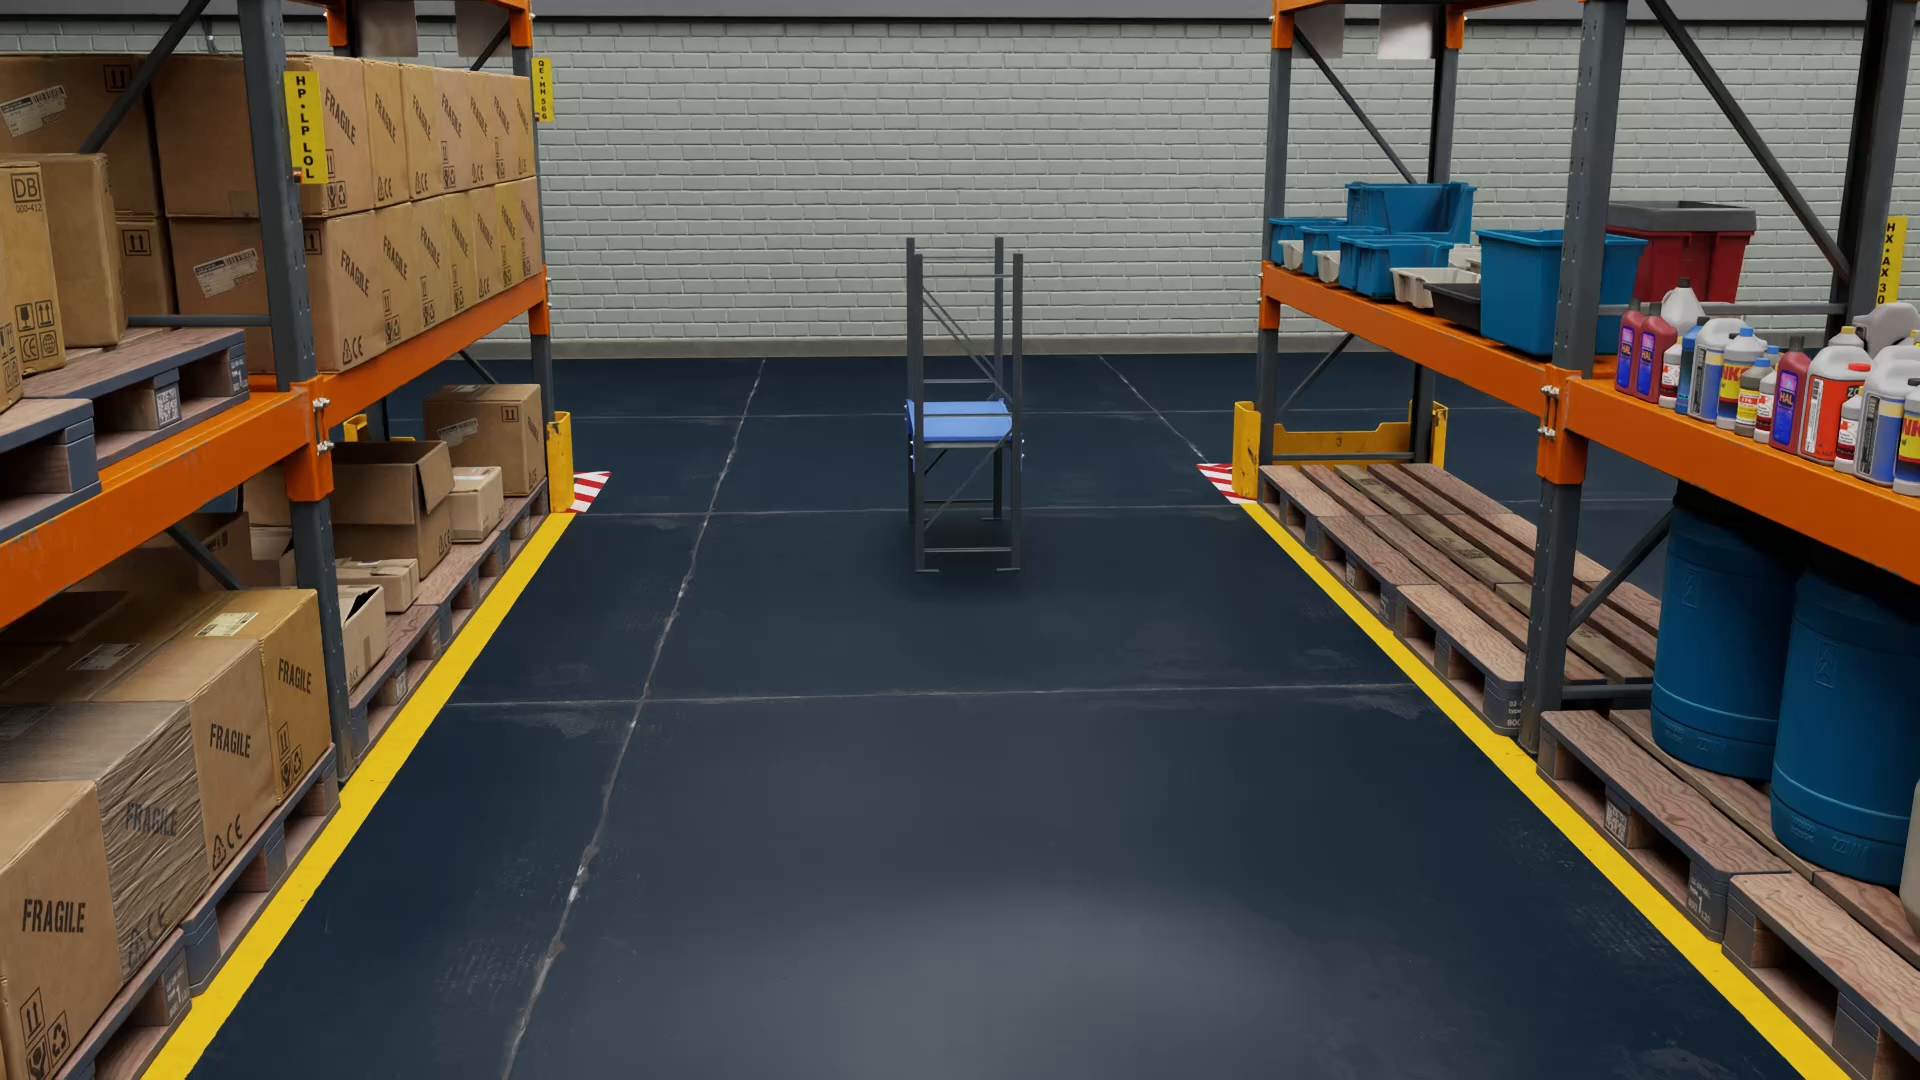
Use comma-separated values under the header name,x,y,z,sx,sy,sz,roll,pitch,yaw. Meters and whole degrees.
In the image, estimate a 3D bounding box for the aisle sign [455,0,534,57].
name,x,y,z,sx,sy,sz,roll,pitch,yaw
aisle sign,-2.453,-2.936,8.701,0.394,0.787,0.004,-1,14,-3

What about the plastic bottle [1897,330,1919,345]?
name,x,y,z,sx,sy,sz,roll,pitch,yaw
plastic bottle,2.819,-0.519,4.921,0.097,0.201,0.097,0,14,0

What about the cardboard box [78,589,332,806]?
name,x,y,z,sx,sy,sz,roll,pitch,yaw
cardboard box,-2.190,0.455,4.871,0.500,0.500,0.500,-1,14,-4

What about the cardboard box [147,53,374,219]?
name,x,y,z,sx,sy,sz,roll,pitch,yaw
cardboard box,-2.255,-1.315,5.410,0.500,0.500,0.500,-1,14,-2

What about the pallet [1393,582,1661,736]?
name,x,y,z,sx,sy,sz,roll,pitch,yaw
pallet,2.353,0.432,6.424,1.003,0.211,1.213,-1,14,-3

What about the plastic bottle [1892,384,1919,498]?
name,x,y,z,sx,sy,sz,roll,pitch,yaw
plastic bottle,2.137,-0.236,3.681,0.097,0.271,0.097,0,14,0

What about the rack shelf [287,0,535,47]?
name,x,y,z,sx,sy,sz,roll,pitch,yaw
rack shelf,-2.631,-2.262,6.723,1.077,0.370,4.000,-1,14,-3

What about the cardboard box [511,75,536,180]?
name,x,y,z,sx,sy,sz,roll,pitch,yaw
cardboard box,-2.453,-2.082,8.390,0.500,0.500,0.500,-1,14,-4

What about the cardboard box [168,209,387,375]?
name,x,y,z,sx,sy,sz,roll,pitch,yaw
cardboard box,-2.267,-0.840,5.571,0.500,0.500,0.500,-1,14,-2

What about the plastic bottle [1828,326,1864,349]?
name,x,y,z,sx,sy,sz,roll,pitch,yaw
plastic bottle,2.661,-0.540,5.006,0.097,0.201,0.097,0,14,0

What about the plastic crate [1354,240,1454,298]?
name,x,y,z,sx,sy,sz,roll,pitch,yaw
plastic crate,1.976,-1.210,7.426,0.416,0.233,0.300,-1,14,-3

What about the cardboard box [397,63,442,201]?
name,x,y,z,sx,sy,sz,roll,pitch,yaw
cardboard box,-2.319,-1.571,6.405,0.500,0.500,0.500,-1,14,-5

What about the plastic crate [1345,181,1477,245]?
name,x,y,z,sx,sy,sz,roll,pitch,yaw
plastic crate,2.396,-1.697,8.910,0.616,0.435,0.499,-1,14,-3

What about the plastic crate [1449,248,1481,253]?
name,x,y,z,sx,sy,sz,roll,pitch,yaw
plastic crate,2.424,-1.360,8.201,0.396,0.136,0.243,-1,14,-3

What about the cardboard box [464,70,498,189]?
name,x,y,z,sx,sy,sz,roll,pitch,yaw
cardboard box,-2.384,-1.827,7.401,0.500,0.500,0.500,0,14,-2

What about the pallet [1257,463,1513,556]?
name,x,y,z,sx,sy,sz,roll,pitch,yaw
pallet,2.202,-0.175,8.782,1.003,0.211,1.213,-1,14,-3

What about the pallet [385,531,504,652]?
name,x,y,z,sx,sy,sz,roll,pitch,yaw
pallet,-2.627,0.215,7.268,1.003,0.211,1.213,-1,14,-3

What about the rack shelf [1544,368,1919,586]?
name,x,y,z,sx,sy,sz,roll,pitch,yaw
rack shelf,2.561,0.110,3.524,1.077,0.370,4.000,-1,14,-3

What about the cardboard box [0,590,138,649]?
name,x,y,z,sx,sy,sz,roll,pitch,yaw
cardboard box,-2.720,0.461,4.849,0.500,0.500,0.500,-2,15,-6

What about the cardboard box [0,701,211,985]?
name,x,y,z,sx,sy,sz,roll,pitch,yaw
cardboard box,-2.137,0.703,3.908,0.500,0.500,0.500,-1,14,-3

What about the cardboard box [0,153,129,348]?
name,x,y,z,sx,sy,sz,roll,pitch,yaw
cardboard box,-2.701,-0.791,4.538,0.700,0.500,0.500,-6,16,-22

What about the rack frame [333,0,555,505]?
name,x,y,z,sx,sy,sz,roll,pitch,yaw
rack frame,-2.755,-1.655,8.941,1.000,3.000,0.127,-1,14,-3

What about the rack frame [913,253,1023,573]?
name,x,y,z,sx,sy,sz,roll,pitch,yaw
rack frame,0.037,-0.579,7.766,0.500,1.500,0.032,-1,14,-3

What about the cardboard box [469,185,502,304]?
name,x,y,z,sx,sy,sz,roll,pitch,yaw
cardboard box,-2.394,-1.344,7.528,0.500,0.500,0.500,-1,14,-3

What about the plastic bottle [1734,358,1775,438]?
name,x,y,z,sx,sy,sz,roll,pitch,yaw
plastic bottle,2.094,-0.374,4.361,0.097,0.201,0.097,0,14,0

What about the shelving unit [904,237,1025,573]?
name,x,y,z,sx,sy,sz,roll,pitch,yaw
shelving unit,0.005,-0.705,8.257,0.538,1.500,1.048,-1,14,-3

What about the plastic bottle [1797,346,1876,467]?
name,x,y,z,sx,sy,sz,roll,pitch,yaw
plastic bottle,2.143,-0.325,4.018,0.152,0.276,0.135,-1,14,-3

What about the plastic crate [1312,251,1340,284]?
name,x,y,z,sx,sy,sz,roll,pitch,yaw
plastic crate,1.855,-1.316,8.030,0.250,0.136,0.298,-1,14,-3

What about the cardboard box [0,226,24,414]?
name,x,y,z,sx,sy,sz,roll,pitch,yaw
cardboard box,-2.336,-0.474,3.305,0.700,0.500,0.500,-5,15,-18

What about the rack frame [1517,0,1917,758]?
name,x,y,z,sx,sy,sz,roll,pitch,yaw
rack frame,2.437,-0.736,5.368,1.000,3.000,0.127,-1,14,-3

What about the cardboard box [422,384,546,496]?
name,x,y,z,sx,sy,sz,roll,pitch,yaw
cardboard box,-2.475,-0.527,8.686,0.500,0.500,0.500,-1,14,-3

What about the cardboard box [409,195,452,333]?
name,x,y,z,sx,sy,sz,roll,pitch,yaw
cardboard box,-2.330,-1.092,6.549,0.500,0.500,0.500,-1,14,-4

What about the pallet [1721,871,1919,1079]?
name,x,y,z,sx,sy,sz,roll,pitch,yaw
pallet,2.522,1.111,3.785,1.003,0.211,1.213,-1,14,-3

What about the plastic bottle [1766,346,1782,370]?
name,x,y,z,sx,sy,sz,roll,pitch,yaw
plastic bottle,2.232,-0.435,4.594,0.097,0.201,0.097,0,14,0

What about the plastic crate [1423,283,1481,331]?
name,x,y,z,sx,sy,sz,roll,pitch,yaw
plastic crate,2.100,-0.906,6.460,0.437,0.125,0.590,-1,14,-3

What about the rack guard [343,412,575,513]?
name,x,y,z,sx,sy,sz,roll,pitch,yaw
rack guard,-2.750,-0.426,9.179,1.175,0.500,0.348,-1,14,-3

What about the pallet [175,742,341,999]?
name,x,y,z,sx,sy,sz,roll,pitch,yaw
pallet,-2.419,0.892,4.638,1.003,0.211,1.213,-1,14,-3

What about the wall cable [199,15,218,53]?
name,x,y,z,sx,sy,sz,roll,pitch,yaw
wall cable,-7.692,-4.392,13.768,3.097,2.526,0.112,-1,14,-3

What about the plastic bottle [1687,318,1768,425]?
name,x,y,z,sx,sy,sz,roll,pitch,yaw
plastic bottle,2.108,-0.464,4.559,0.152,0.276,0.135,-1,14,-3

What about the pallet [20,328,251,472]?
name,x,y,z,sx,sy,sz,roll,pitch,yaw
pallet,-2.566,-0.367,4.319,1.003,0.211,1.213,-1,14,-3

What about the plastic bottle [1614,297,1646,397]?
name,x,y,z,sx,sy,sz,roll,pitch,yaw
plastic bottle,2.034,-0.582,5.002,0.061,0.283,0.133,-1,14,-3

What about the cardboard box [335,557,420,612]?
name,x,y,z,sx,sy,sz,roll,pitch,yaw
cardboard box,-2.381,0.176,6.627,0.380,0.166,0.250,-1,14,-3

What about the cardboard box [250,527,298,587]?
name,x,y,z,sx,sy,sz,roll,pitch,yaw
cardboard box,-2.872,0.105,6.613,0.500,0.311,0.500,-1,14,-3

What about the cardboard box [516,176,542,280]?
name,x,y,z,sx,sy,sz,roll,pitch,yaw
cardboard box,-2.455,-1.597,8.512,0.500,0.500,0.500,0,14,-2

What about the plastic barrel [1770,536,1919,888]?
name,x,y,z,sx,sy,sz,roll,pitch,yaw
plastic barrel,2.498,0.388,4.366,0.600,0.901,0.708,-1,14,-3

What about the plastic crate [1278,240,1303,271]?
name,x,y,z,sx,sy,sz,roll,pitch,yaw
plastic crate,1.813,-1.485,8.686,0.250,0.136,0.298,-1,14,-3

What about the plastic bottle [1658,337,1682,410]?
name,x,y,z,sx,sy,sz,roll,pitch,yaw
plastic bottle,2.068,-0.481,4.773,0.097,0.201,0.097,0,14,0

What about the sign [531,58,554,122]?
name,x,y,z,sx,sy,sz,roll,pitch,yaw
sign,-2.200,-2.373,8.771,0.100,0.325,0.005,-1,14,-3

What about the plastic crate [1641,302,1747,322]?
name,x,y,z,sx,sy,sz,roll,pitch,yaw
plastic crate,2.551,-0.755,5.852,0.396,0.136,0.243,-1,14,-3

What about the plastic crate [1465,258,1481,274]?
name,x,y,z,sx,sy,sz,roll,pitch,yaw
plastic crate,2.503,-1.218,7.648,0.298,0.136,0.250,-1,14,-3

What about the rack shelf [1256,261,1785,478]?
name,x,y,z,sx,sy,sz,roll,pitch,yaw
rack shelf,2.313,-0.885,7.391,1.077,0.370,4.000,-1,14,-3

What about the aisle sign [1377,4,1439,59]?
name,x,y,z,sx,sy,sz,roll,pitch,yaw
aisle sign,2.477,-3.012,8.997,0.394,0.787,0.004,-1,14,-3

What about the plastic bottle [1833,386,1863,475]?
name,x,y,z,sx,sy,sz,roll,pitch,yaw
plastic bottle,2.123,-0.259,3.914,0.097,0.201,0.097,0,14,0

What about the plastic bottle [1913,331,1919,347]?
name,x,y,z,sx,sy,sz,roll,pitch,yaw
plastic bottle,2.677,-0.487,4.496,0.144,0.351,0.185,-1,14,-3
